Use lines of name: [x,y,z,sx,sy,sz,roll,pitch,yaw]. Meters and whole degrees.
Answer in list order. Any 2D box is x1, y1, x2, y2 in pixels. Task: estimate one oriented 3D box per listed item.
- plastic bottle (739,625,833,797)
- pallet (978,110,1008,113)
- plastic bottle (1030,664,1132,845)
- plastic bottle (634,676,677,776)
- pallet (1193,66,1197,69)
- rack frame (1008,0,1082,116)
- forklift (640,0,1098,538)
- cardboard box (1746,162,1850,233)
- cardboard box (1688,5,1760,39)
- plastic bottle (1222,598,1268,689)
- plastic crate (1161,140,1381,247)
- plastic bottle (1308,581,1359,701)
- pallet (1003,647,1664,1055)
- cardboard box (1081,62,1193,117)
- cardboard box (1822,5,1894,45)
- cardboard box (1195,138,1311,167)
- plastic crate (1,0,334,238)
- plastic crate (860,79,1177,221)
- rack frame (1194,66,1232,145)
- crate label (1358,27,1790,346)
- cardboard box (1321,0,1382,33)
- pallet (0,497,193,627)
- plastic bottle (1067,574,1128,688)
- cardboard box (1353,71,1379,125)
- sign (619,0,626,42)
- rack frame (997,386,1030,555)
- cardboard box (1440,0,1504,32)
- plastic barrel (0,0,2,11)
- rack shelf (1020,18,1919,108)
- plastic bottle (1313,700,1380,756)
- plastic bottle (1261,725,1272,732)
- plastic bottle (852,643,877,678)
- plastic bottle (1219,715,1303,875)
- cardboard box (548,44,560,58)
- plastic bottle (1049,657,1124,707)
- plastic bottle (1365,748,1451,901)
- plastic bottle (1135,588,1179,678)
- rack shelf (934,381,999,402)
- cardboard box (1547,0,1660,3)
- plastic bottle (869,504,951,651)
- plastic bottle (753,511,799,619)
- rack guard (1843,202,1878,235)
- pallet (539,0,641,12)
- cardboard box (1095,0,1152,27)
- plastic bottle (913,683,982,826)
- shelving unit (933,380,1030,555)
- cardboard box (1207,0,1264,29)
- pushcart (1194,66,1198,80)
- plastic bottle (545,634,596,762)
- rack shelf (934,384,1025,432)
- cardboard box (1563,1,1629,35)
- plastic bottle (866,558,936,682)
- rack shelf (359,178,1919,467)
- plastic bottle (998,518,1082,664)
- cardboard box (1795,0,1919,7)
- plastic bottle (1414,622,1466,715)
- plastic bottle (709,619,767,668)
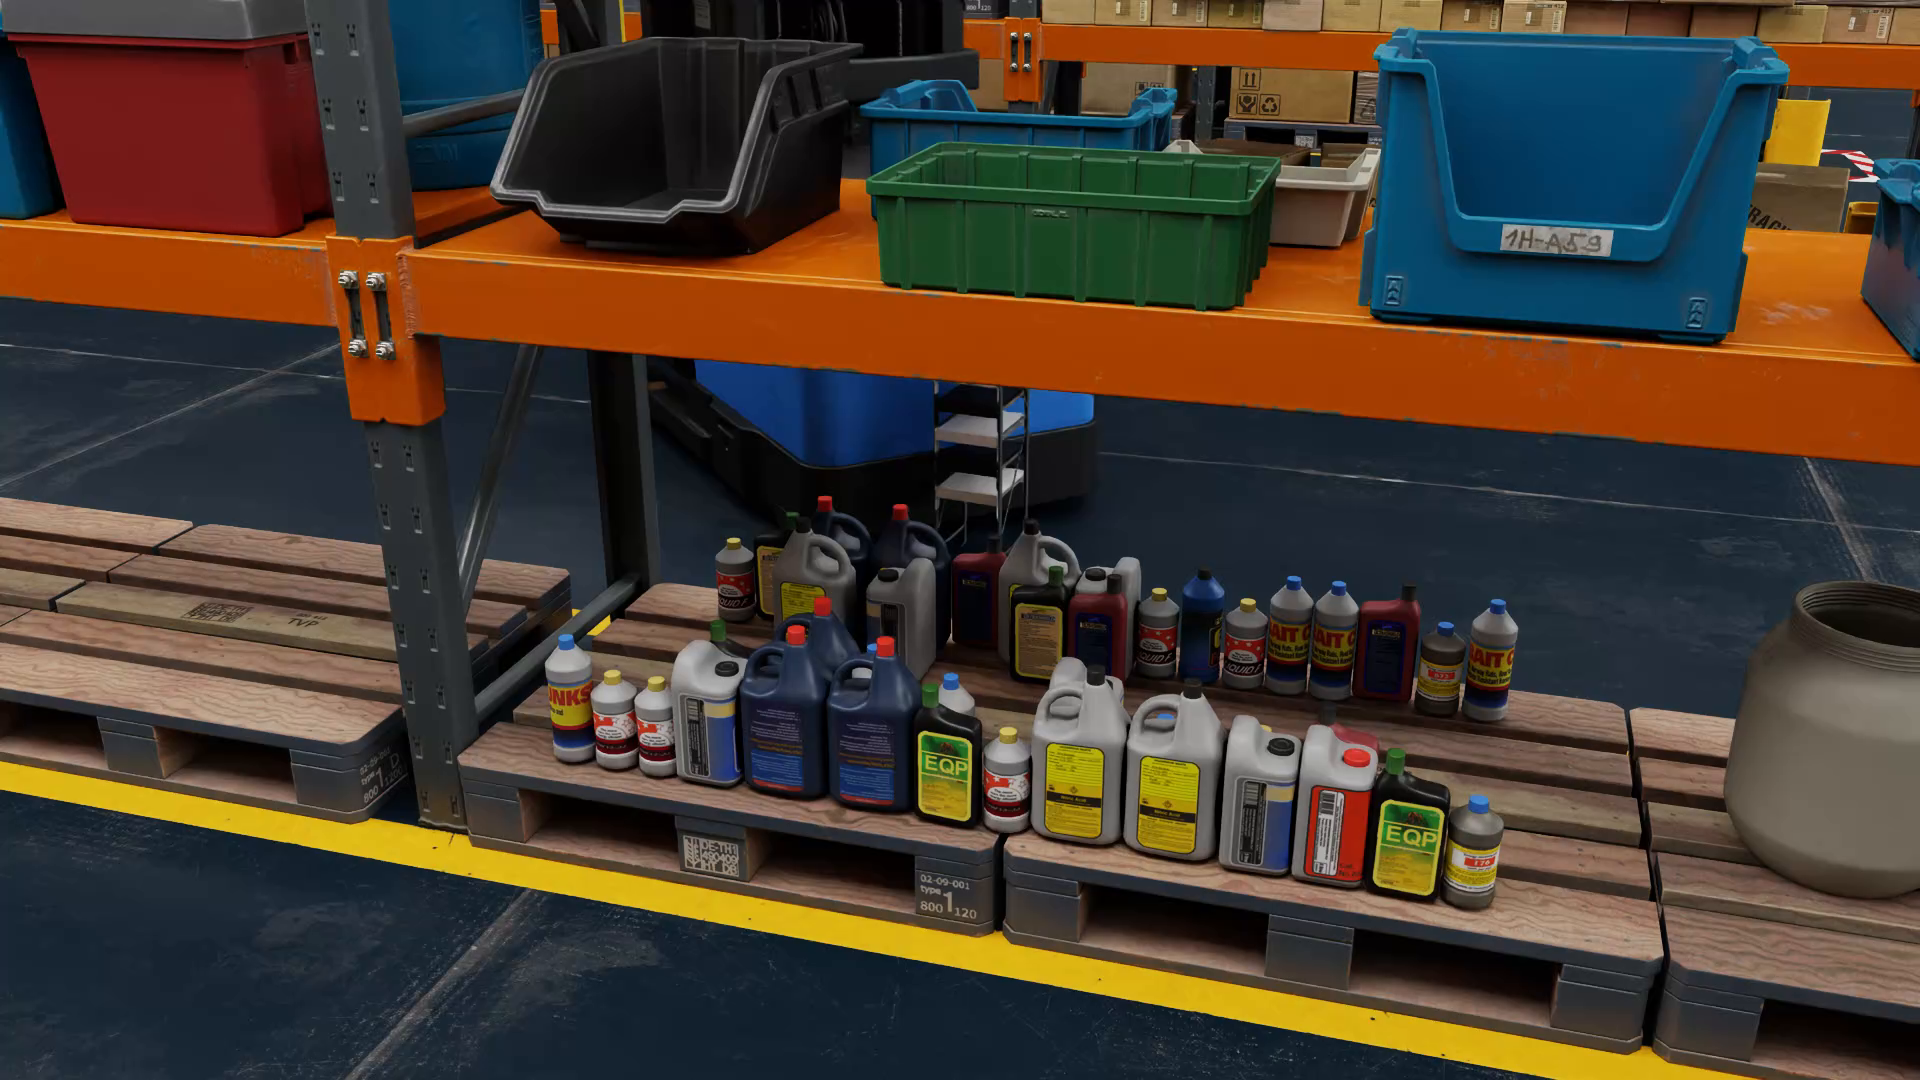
plastic bottle: [-0.351,0.337,3.406,0.185,0.351,0.144,7,23,17]
pallet: [0.024,-3.415,13.317,1.213,0.211,1.003,7,23,16]
plastic bottle: [0.237,0.405,3.242,0.185,0.351,0.144,6,23,15]
plastic bottle: [-0.630,0.384,3.490,0.097,0.201,0.097,0,22,0]
pallet: [2.544,-5.119,17.471,1.213,0.211,1.003,7,23,16]
rack frame: [0.427,-2.724,7.957,0.127,3.000,1.000,7,23,16]
forklift: [-0.681,-1.868,5.962,1.130,2.935,3.031,-11,25,-26]
cardboard box: [3.664,-1.397,7.465,0.500,0.500,0.500,11,25,25]
cardboard box: [3.196,-2.194,6.998,0.250,0.149,0.380,7,23,16]
plastic bottle: [0.662,0.234,3.854,0.097,0.201,0.097,0,22,0]
plastic crate: [0.624,-0.716,3.411,0.437,0.136,0.530,7,23,16]
plastic bottle: [0.852,0.224,3.788,0.097,0.271,0.097,0,22,0]
pallet: [0.799,0.588,3.559,1.213,0.211,1.003,7,23,16]
cardboard box: [1.336,-3.703,12.757,0.750,0.750,1.050,6,23,15]
cardboard box: [3.685,-2.153,6.897,0.250,0.149,0.380,7,23,16]
cardboard box: [1.349,-1.643,8.063,0.500,0.500,0.500,15,27,32]
plastic crate: [-1.555,-0.896,3.416,0.583,0.464,0.402,7,23,16]
plastic crate: [0.135,-0.833,3.543,0.616,0.251,0.499,7,23,16]
rack frame: [1.957,-4.515,12.324,0.127,3.000,1.000,7,23,16]
crate label: [0.986,-0.605,2.747,0.616,0.435,0.502,7,23,16]
cardboard box: [1.750,-2.346,7.369,0.250,0.149,0.380,7,23,16]
pallet: [-2.938,0.161,4.599,1.213,0.211,1.003,7,23,16]
plastic bottle: [0.314,0.209,3.806,0.133,0.283,0.061,7,23,16]
cardboard box: [3.403,-3.534,12.179,0.875,0.875,0.875,7,23,16]
sign: [-0.834,-1.251,4.002,0.005,0.325,0.100,7,23,16]
rack frame: [0.159,-0.337,4.906,0.006,0.900,0.240,9,24,21]
cardboard box: [2.239,-2.304,7.265,0.250,0.149,0.380,7,23,16]
plastic barrel: [-2.558,-1.252,4.190,0.433,0.535,0.433,0,22,0]
rack shelf: [2.342,-2.172,7.559,4.000,0.370,1.077,7,23,16]
plastic bottle: [0.738,0.449,3.222,0.133,0.283,0.061,7,23,16]
plastic bottle: [0.593,0.463,3.295,0.097,0.201,0.097,0,22,0]
plastic bottle: [-0.177,0.346,3.489,0.097,0.271,0.097,0,22,0]
plastic bottle: [0.575,0.476,3.166,0.135,0.276,0.152,6,23,14]
cardboard box: [-3.074,-4.026,13.874,0.500,0.500,0.500,8,23,18]
plastic bottle: [0.256,0.383,3.394,0.135,0.276,0.152,7,23,16]
plastic bottle: [0.824,0.519,3.051,0.133,0.283,0.061,7,23,17]
plastic bottle: [0.465,0.212,3.909,0.097,0.201,0.097,0,22,0]
rack shelf: [0.066,-0.488,4.887,0.200,0.077,0.258,9,24,21]
cardboard box: [2.759,-2.621,7.183,0.500,0.500,0.875,7,23,16]
plastic bottle: [-0.120,0.085,4.021,0.185,0.351,0.144,5,23,13]
plastic bottle: [-0.448,0.062,4.166,0.133,0.283,0.061,8,24,18]
rack guard: [4.184,-1.137,7.383,0.348,0.500,1.175,7,23,16]
pallet: [-1.495,-2.871,8.570,1.213,0.211,1.003,7,23,16]
cardboard box: [0.782,-2.442,7.603,0.250,0.149,0.380,7,23,16]
plastic bottle: [-0.024,0.422,3.287,0.133,0.283,0.061,8,23,18]
shelving unit: [0.066,-0.352,4.942,0.210,0.900,0.258,9,24,21]
cardboard box: [1.271,-2.401,7.502,0.250,0.149,0.380,7,23,16]
pushcart: [2.679,-4.277,15.200,0.936,0.377,1.648,-1,22,-3]
plastic bottle: [-0.825,0.329,3.531,0.097,0.271,0.097,0,22,0]
rack shelf: [0.066,-0.404,4.921,0.200,0.077,0.258,9,24,21]
cardboard box: [2.723,-2.256,7.149,0.250,0.149,0.380,7,23,16]
plastic bottle: [-0.139,0.176,3.898,0.135,0.276,0.152,7,23,16]
rack shelf: [0.911,-0.372,3.172,4.000,0.370,1.077,7,23,16]
plastic bottle: [0.189,0.120,3.935,0.185,0.351,0.144,6,23,15]
cardboard box: [3.738,-2.539,6.984,0.500,0.500,0.875,7,23,16]
plastic bottle: [1.081,0.282,3.737,0.097,0.201,0.097,0,22,0]
plastic bottle: [-0.477,0.310,3.561,0.133,0.283,0.061,7,23,16]
